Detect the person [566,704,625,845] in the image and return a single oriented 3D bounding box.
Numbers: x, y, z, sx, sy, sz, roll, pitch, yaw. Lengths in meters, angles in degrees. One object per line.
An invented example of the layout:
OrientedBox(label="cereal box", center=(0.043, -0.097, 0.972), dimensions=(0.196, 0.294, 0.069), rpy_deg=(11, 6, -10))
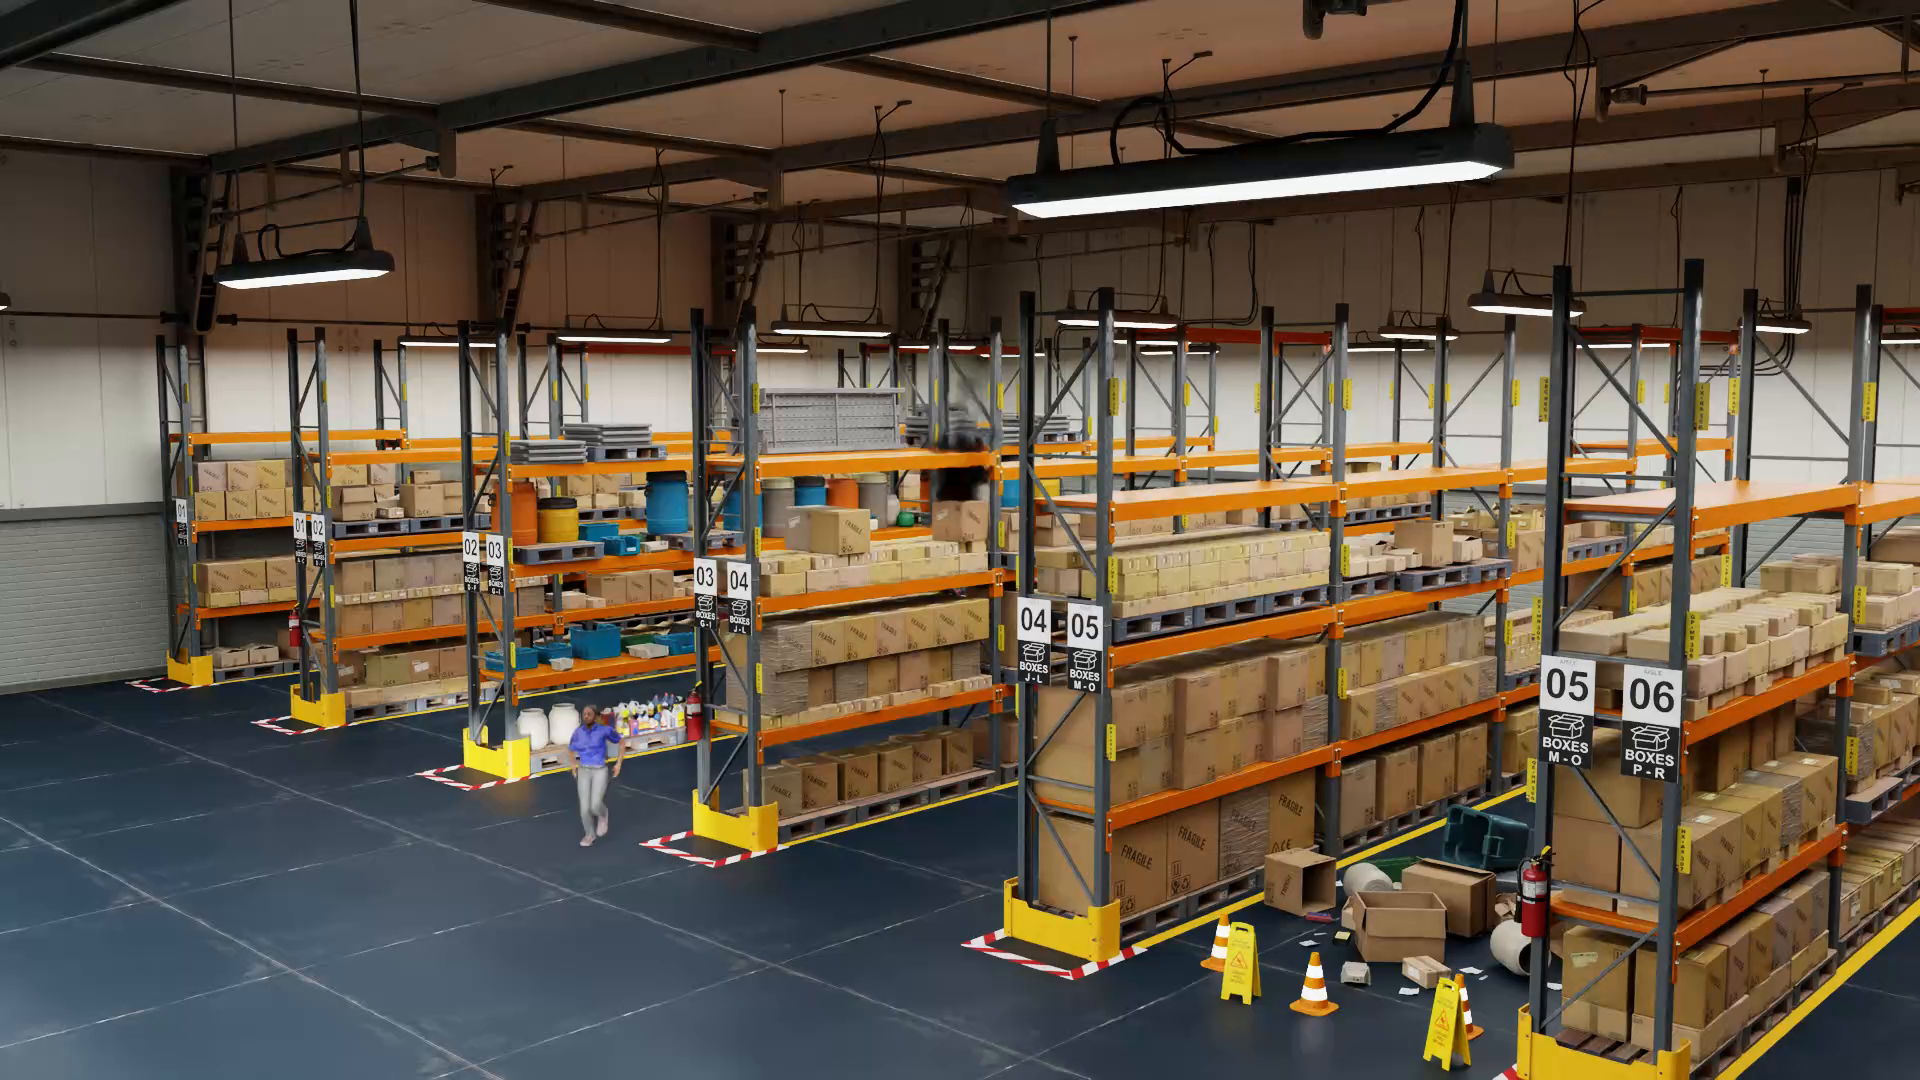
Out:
OrientedBox(label="person", center=(-4.092, 2.627, 18.499), dimensions=(0.585, 1.613, 0.604), rpy_deg=(1, 5, 6))
